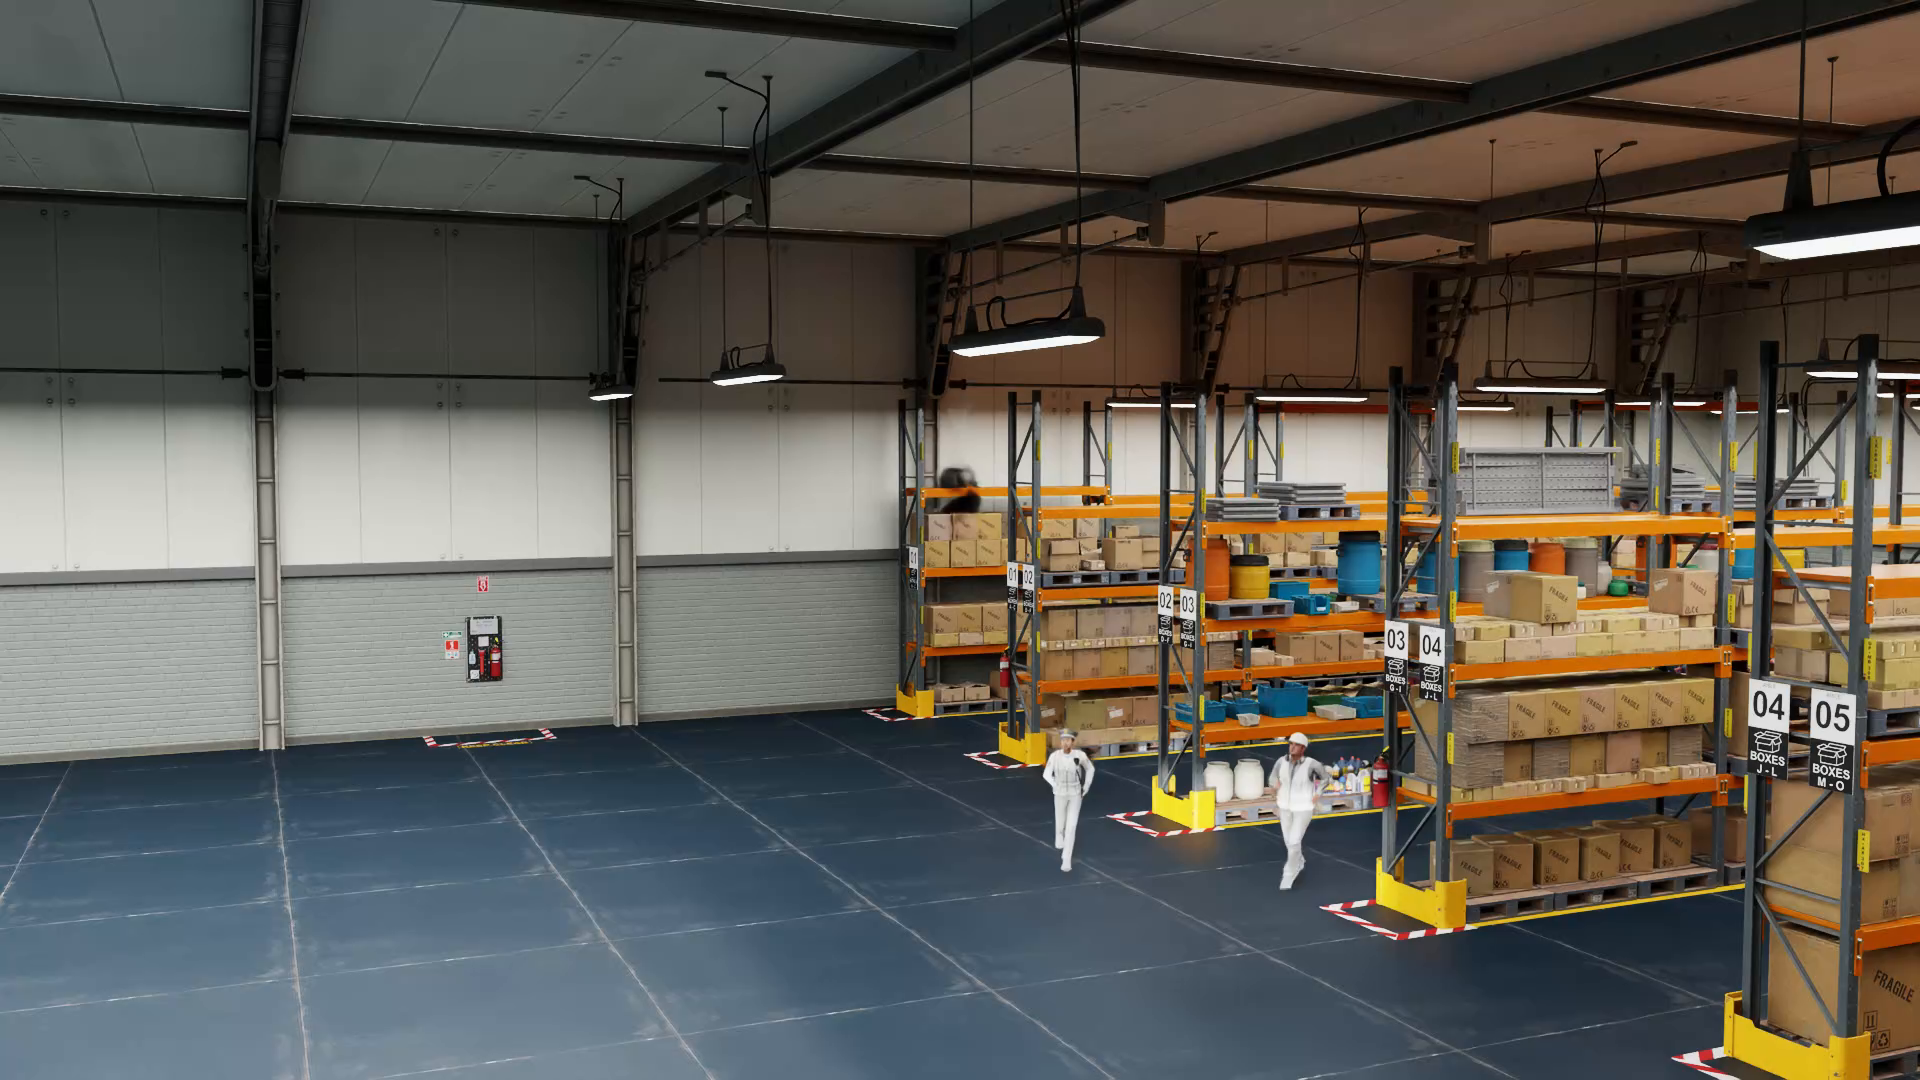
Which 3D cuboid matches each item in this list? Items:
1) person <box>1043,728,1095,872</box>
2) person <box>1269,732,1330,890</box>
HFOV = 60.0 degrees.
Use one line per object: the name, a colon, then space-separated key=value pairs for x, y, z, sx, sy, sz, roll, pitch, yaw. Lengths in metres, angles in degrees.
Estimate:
person: x=1.340 y=3.135 z=20.425 sx=0.625 sy=1.702 sz=0.859 roll=1 pitch=3 yaw=9
person: x=3.932 y=3.153 z=19.408 sx=0.678 sy=1.843 sz=0.700 roll=3 pitch=4 yaw=38
